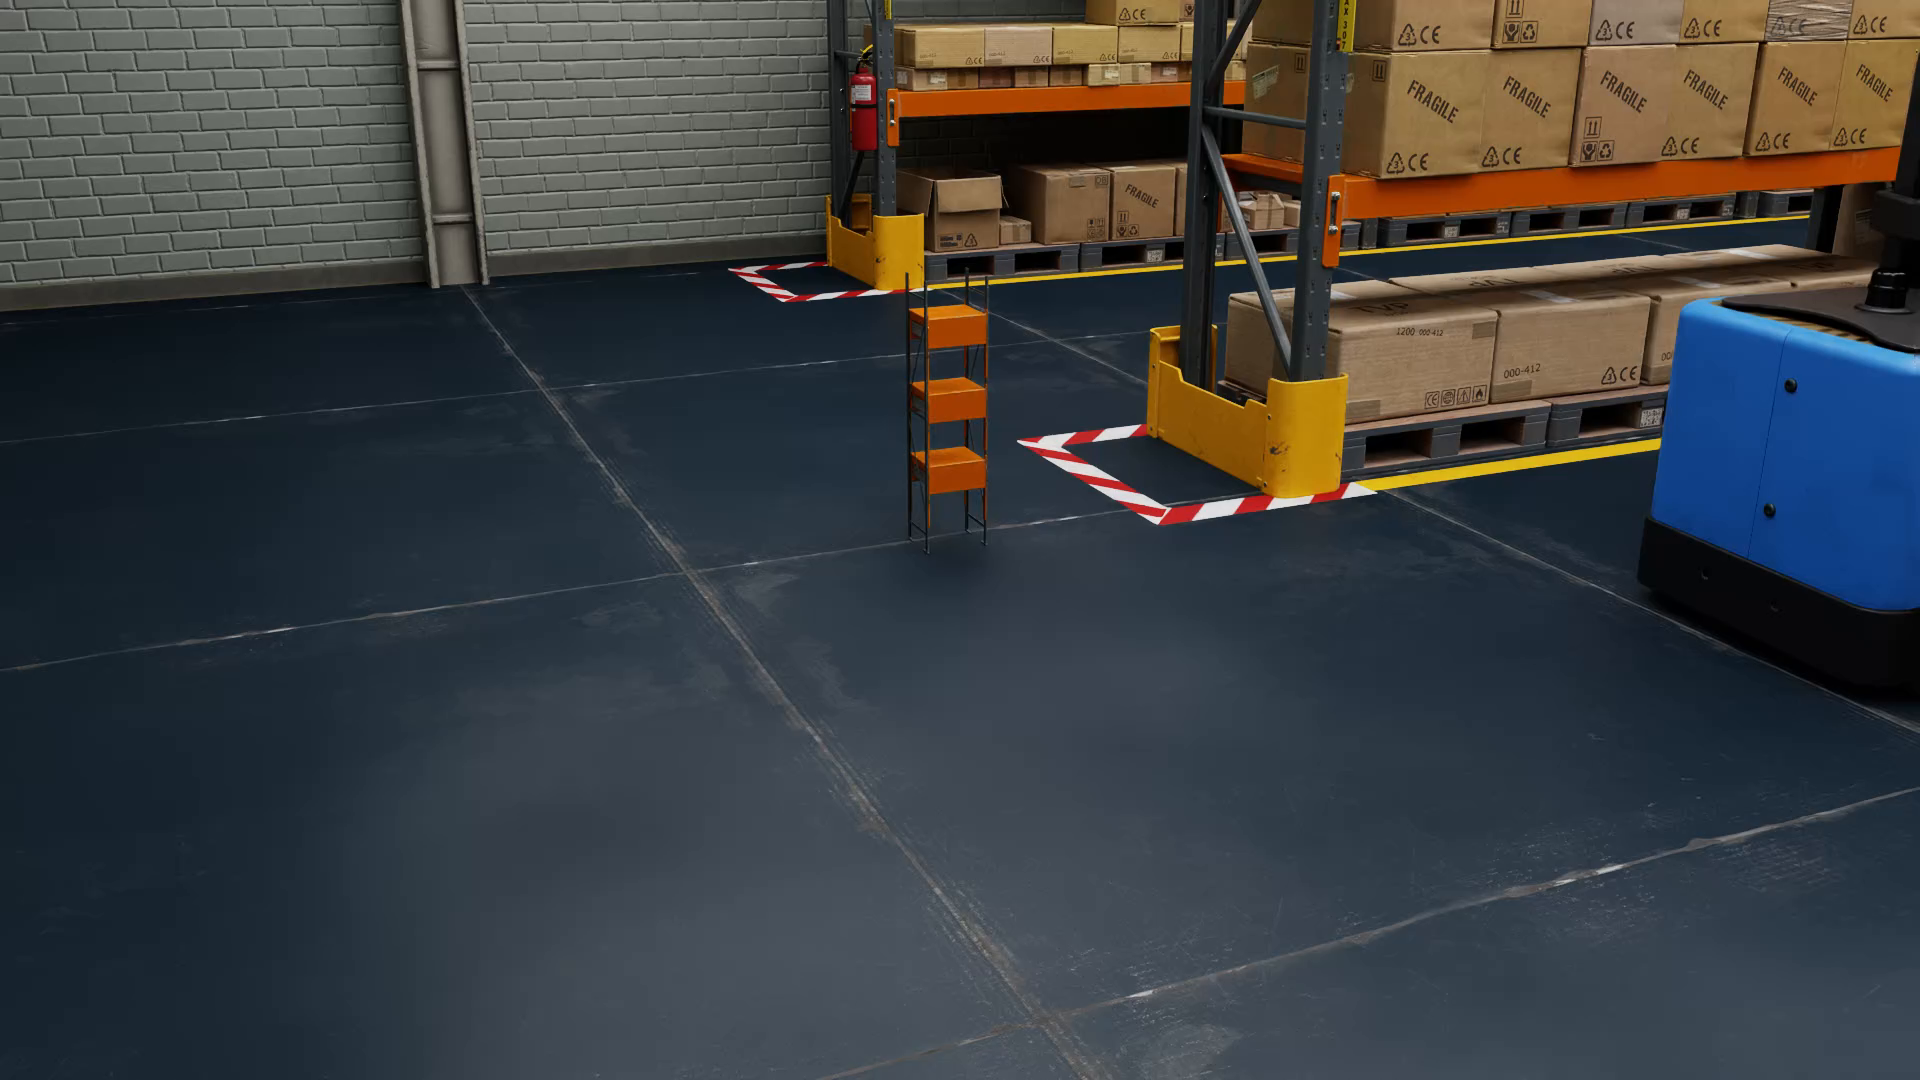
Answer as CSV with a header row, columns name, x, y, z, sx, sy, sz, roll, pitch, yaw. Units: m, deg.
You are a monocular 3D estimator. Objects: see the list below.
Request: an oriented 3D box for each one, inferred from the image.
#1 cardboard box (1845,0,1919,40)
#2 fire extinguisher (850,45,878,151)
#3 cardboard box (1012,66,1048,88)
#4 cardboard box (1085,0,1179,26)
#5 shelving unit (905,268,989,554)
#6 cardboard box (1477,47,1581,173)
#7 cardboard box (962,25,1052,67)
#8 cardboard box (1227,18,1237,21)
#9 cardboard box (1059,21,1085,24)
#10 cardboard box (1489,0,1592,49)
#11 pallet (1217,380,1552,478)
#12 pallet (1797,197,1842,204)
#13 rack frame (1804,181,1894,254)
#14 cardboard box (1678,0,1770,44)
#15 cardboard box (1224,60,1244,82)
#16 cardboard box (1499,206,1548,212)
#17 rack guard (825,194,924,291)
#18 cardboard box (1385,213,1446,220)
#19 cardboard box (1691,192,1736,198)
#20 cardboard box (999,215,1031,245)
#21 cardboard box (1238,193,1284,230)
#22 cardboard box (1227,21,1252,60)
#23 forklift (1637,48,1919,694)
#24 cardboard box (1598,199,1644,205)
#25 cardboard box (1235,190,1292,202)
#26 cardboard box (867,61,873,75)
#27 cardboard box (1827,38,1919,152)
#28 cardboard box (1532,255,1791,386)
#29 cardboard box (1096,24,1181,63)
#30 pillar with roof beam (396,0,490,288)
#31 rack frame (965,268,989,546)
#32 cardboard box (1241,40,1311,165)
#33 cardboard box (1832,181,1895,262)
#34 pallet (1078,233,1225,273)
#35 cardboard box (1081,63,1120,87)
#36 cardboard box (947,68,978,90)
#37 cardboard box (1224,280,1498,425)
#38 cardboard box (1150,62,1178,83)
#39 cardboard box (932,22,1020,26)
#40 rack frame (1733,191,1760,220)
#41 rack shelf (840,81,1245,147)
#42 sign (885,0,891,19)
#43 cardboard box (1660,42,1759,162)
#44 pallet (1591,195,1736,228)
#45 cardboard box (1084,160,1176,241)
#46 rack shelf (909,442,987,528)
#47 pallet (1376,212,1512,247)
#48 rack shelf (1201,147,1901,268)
name,x,y,z,sx,sy,sz,roll,pitch,yaw
cardboard box,4.165,-2.620,7.791,0.500,0.500,0.500,-8,21,-23
fire extinguisher,-0.636,-2.926,10.995,0.183,0.674,0.296,-8,21,-22
cardboard box,0.425,-3.247,11.607,0.250,0.149,0.380,-7,21,-20
cardboard box,1.216,-3.897,11.723,0.500,0.500,0.500,-8,21,-21
shelving unit,-0.049,-0.488,6.328,0.252,1.050,0.215,-8,21,-22
cardboard box,2.293,-1.884,7.205,0.500,0.500,0.500,-8,21,-23
cardboard box,0.302,-3.413,11.475,0.500,0.250,0.500,-8,21,-21
cardboard box,1.969,-3.844,12.701,0.500,0.250,0.500,-8,21,-22
cardboard box,1.044,-3.710,12.320,0.500,0.250,0.500,-8,21,-22
cardboard box,2.310,-2.351,7.027,0.500,0.500,0.500,-9,21,-23
pallet,1.988,-0.600,7.907,1.213,0.211,1.003,-8,21,-22
pallet,8.551,-3.292,15.553,1.213,0.211,1.003,-8,21,-22
rack frame,4.958,-2.312,8.572,0.127,3.000,1.000,-8,21,-22
cardboard box,3.238,-2.487,7.413,0.500,0.500,0.500,-8,21,-22
cardboard box,1.861,-3.437,12.145,0.250,0.149,0.380,-8,21,-23
cardboard box,4.467,-2.977,13.591,0.500,0.500,0.500,-9,21,-24
rack guard,-0.615,-2.130,11.819,0.348,0.500,1.175,-8,21,-22
cardboard box,3.522,-2.839,13.201,0.500,0.500,0.500,-7,21,-20
cardboard box,6.358,-3.249,14.365,0.500,0.500,0.500,-8,21,-20
cardboard box,0.320,-2.248,12.050,0.250,0.149,0.380,-9,21,-24
cardboard box,2.265,-2.524,12.658,0.258,0.266,0.396,-7,21,-20
cardboard box,2.163,-3.683,12.244,0.500,0.250,0.500,-8,21,-22
forklift,3.975,-1.192,5.494,3.031,2.935,1.130,-7,20,-18
cardboard box,5.415,-3.117,13.990,0.500,0.500,0.500,-7,21,-20
cardboard box,2.288,-2.740,13.204,0.500,0.311,0.500,-7,21,-20
cardboard box,-0.486,-3.306,11.773,0.250,0.149,0.380,-8,21,-23
cardboard box,4.163,-2.151,7.964,0.500,0.500,0.500,-9,21,-23
cardboard box,3.517,-1.134,8.451,0.875,0.438,0.875,-9,21,-24
cardboard box,1.227,-3.554,11.877,0.500,0.250,0.500,-9,21,-23
pillar with roof beam,-1.812,-4.736,6.424,0.400,9.000,9.100,-8,21,-22
rack frame,0.063,-0.504,6.373,0.008,1.050,0.200,-8,21,-22
cardboard box,1.623,-1.977,7.470,0.500,0.500,0.500,-8,21,-22
cardboard box,5.496,-1.614,9.156,0.875,0.875,0.875,-7,21,-20
pallet,1.236,-2.258,12.618,1.213,0.211,1.003,-8,21,-22
cardboard box,0.929,-3.294,11.740,0.250,0.149,0.380,-9,21,-23
cardboard box,-0.059,-3.188,11.437,0.250,0.149,0.380,-8,21,-21
cardboard box,1.852,-0.893,7.767,0.875,0.438,0.875,-9,21,-24
cardboard box,1.372,-3.390,12.012,0.250,0.149,0.380,-8,21,-22
cardboard box,0.107,-3.578,11.944,0.500,0.250,0.500,-8,21,-22
rack frame,6.661,-4.351,14.364,0.127,3.000,1.000,-8,21,-22
rack shelf,1.152,-3.223,12.242,4.000,0.370,1.077,-8,21,-22
sign,-0.469,-3.542,10.762,0.005,0.325,0.100,-8,21,-22
cardboard box,3.221,-2.016,7.581,0.500,0.500,0.500,-7,21,-20
pallet,5.961,-2.949,14.581,1.213,0.211,1.003,-8,21,-22
cardboard box,1.240,-2.509,12.264,0.500,0.500,0.500,-8,21,-21
rack shelf,-0.049,-0.216,6.423,0.240,0.259,0.215,-8,21,-22
pallet,3.720,-2.628,13.670,1.213,0.211,1.003,-8,21,-22
rack shelf,3.122,-1.710,7.944,4.000,0.370,1.077,-8,21,-22
